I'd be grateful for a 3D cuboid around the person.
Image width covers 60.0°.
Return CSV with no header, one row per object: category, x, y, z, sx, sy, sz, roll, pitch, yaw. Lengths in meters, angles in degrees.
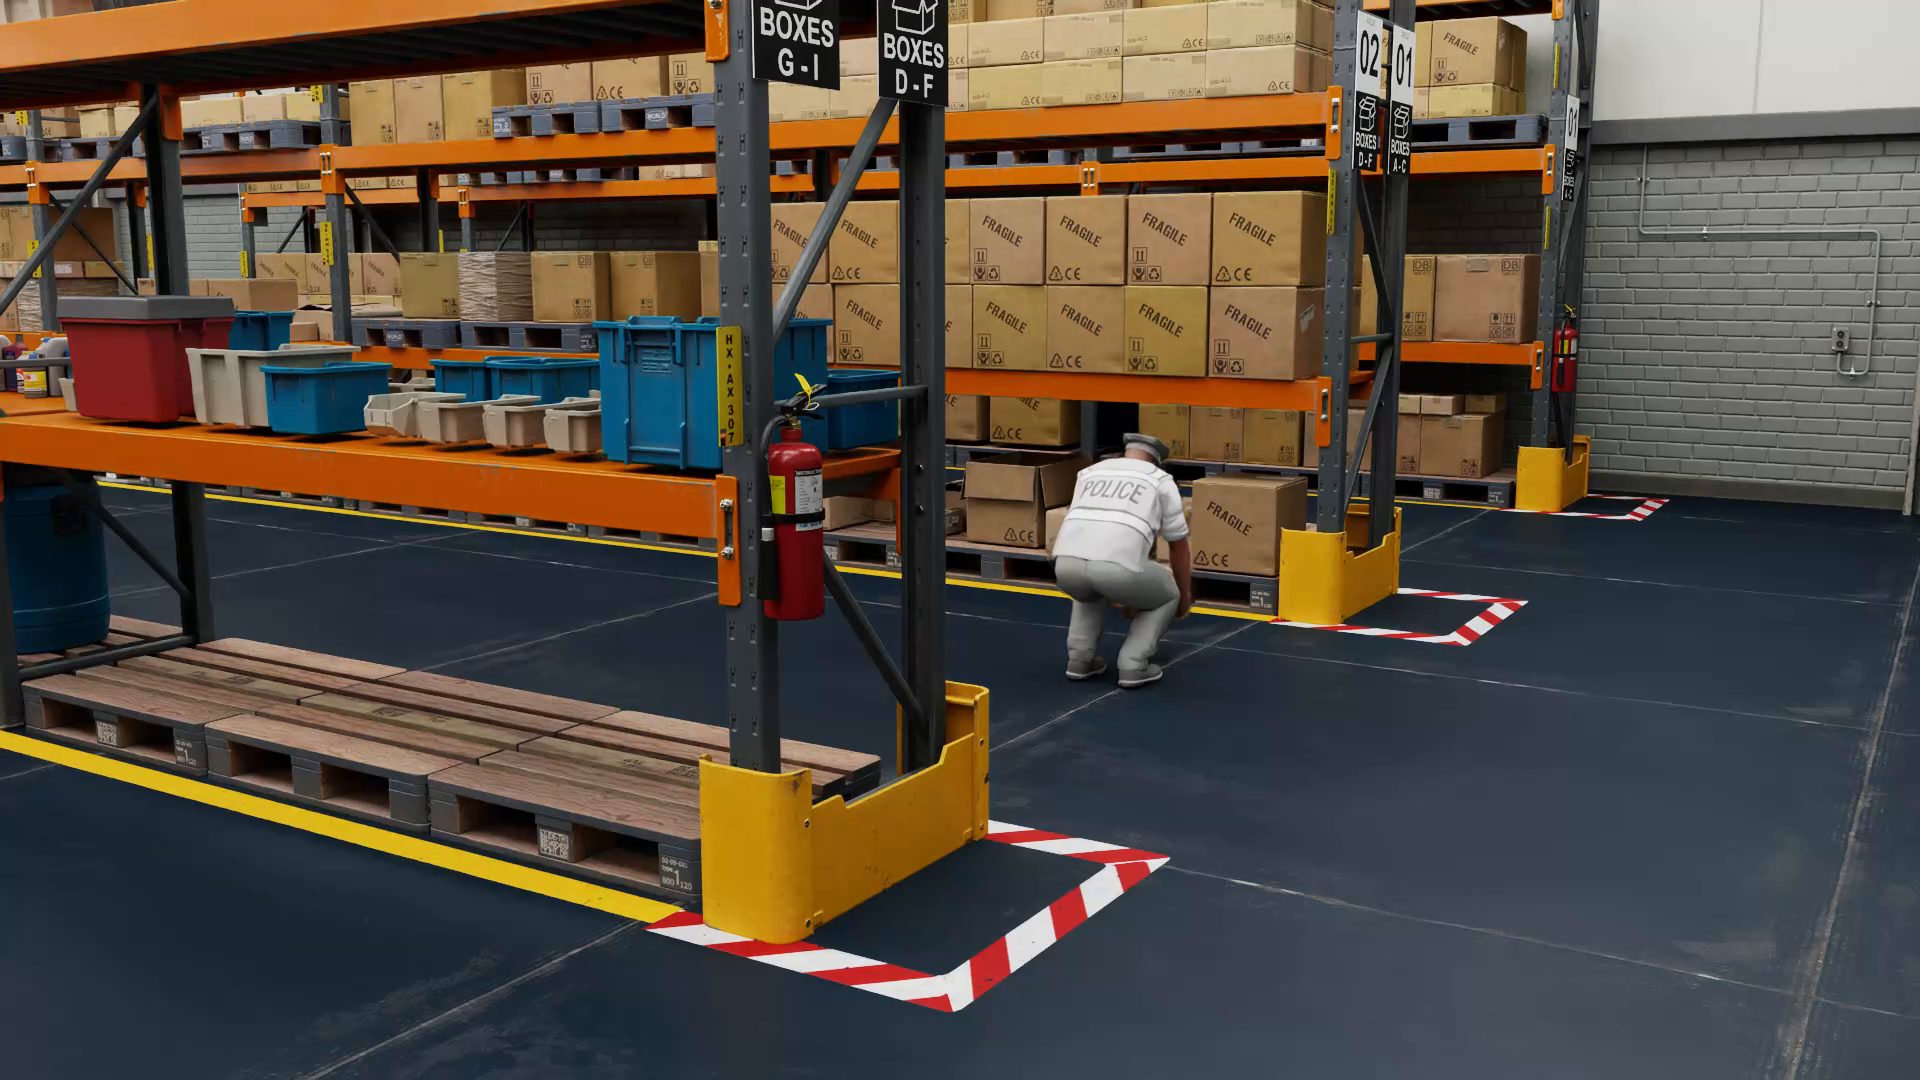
person,0.742,0.085,7.820,0.575,1.115,0.912,6,11,31
